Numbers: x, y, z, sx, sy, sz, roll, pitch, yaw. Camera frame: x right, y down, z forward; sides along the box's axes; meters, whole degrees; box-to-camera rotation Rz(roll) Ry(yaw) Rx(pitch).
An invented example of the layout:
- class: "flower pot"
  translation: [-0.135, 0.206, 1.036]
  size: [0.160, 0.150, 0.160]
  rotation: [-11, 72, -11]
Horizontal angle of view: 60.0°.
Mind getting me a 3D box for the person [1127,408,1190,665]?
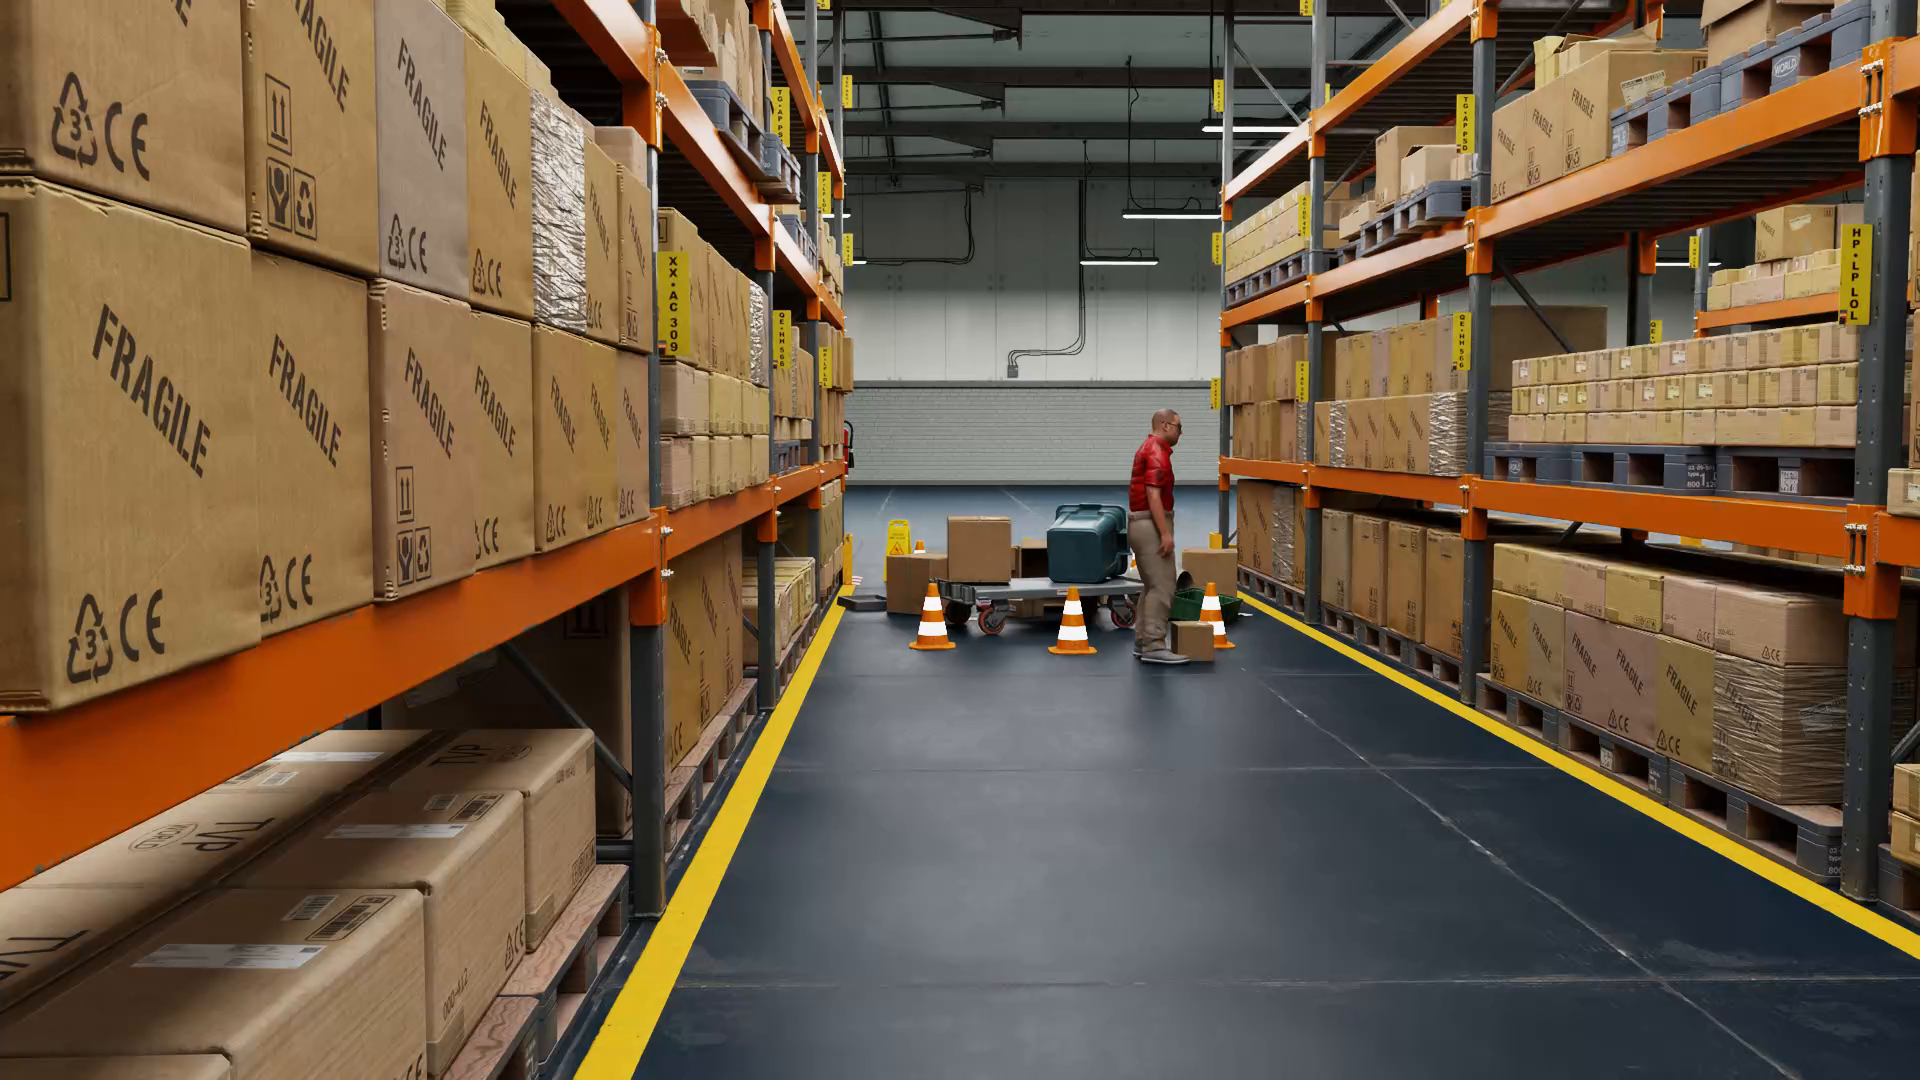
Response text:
- class: "person"
  translation: [1.351, -0.037, 11.407]
  size: [0.395, 1.727, 0.587]
  rotation: [0, 4, -1]
